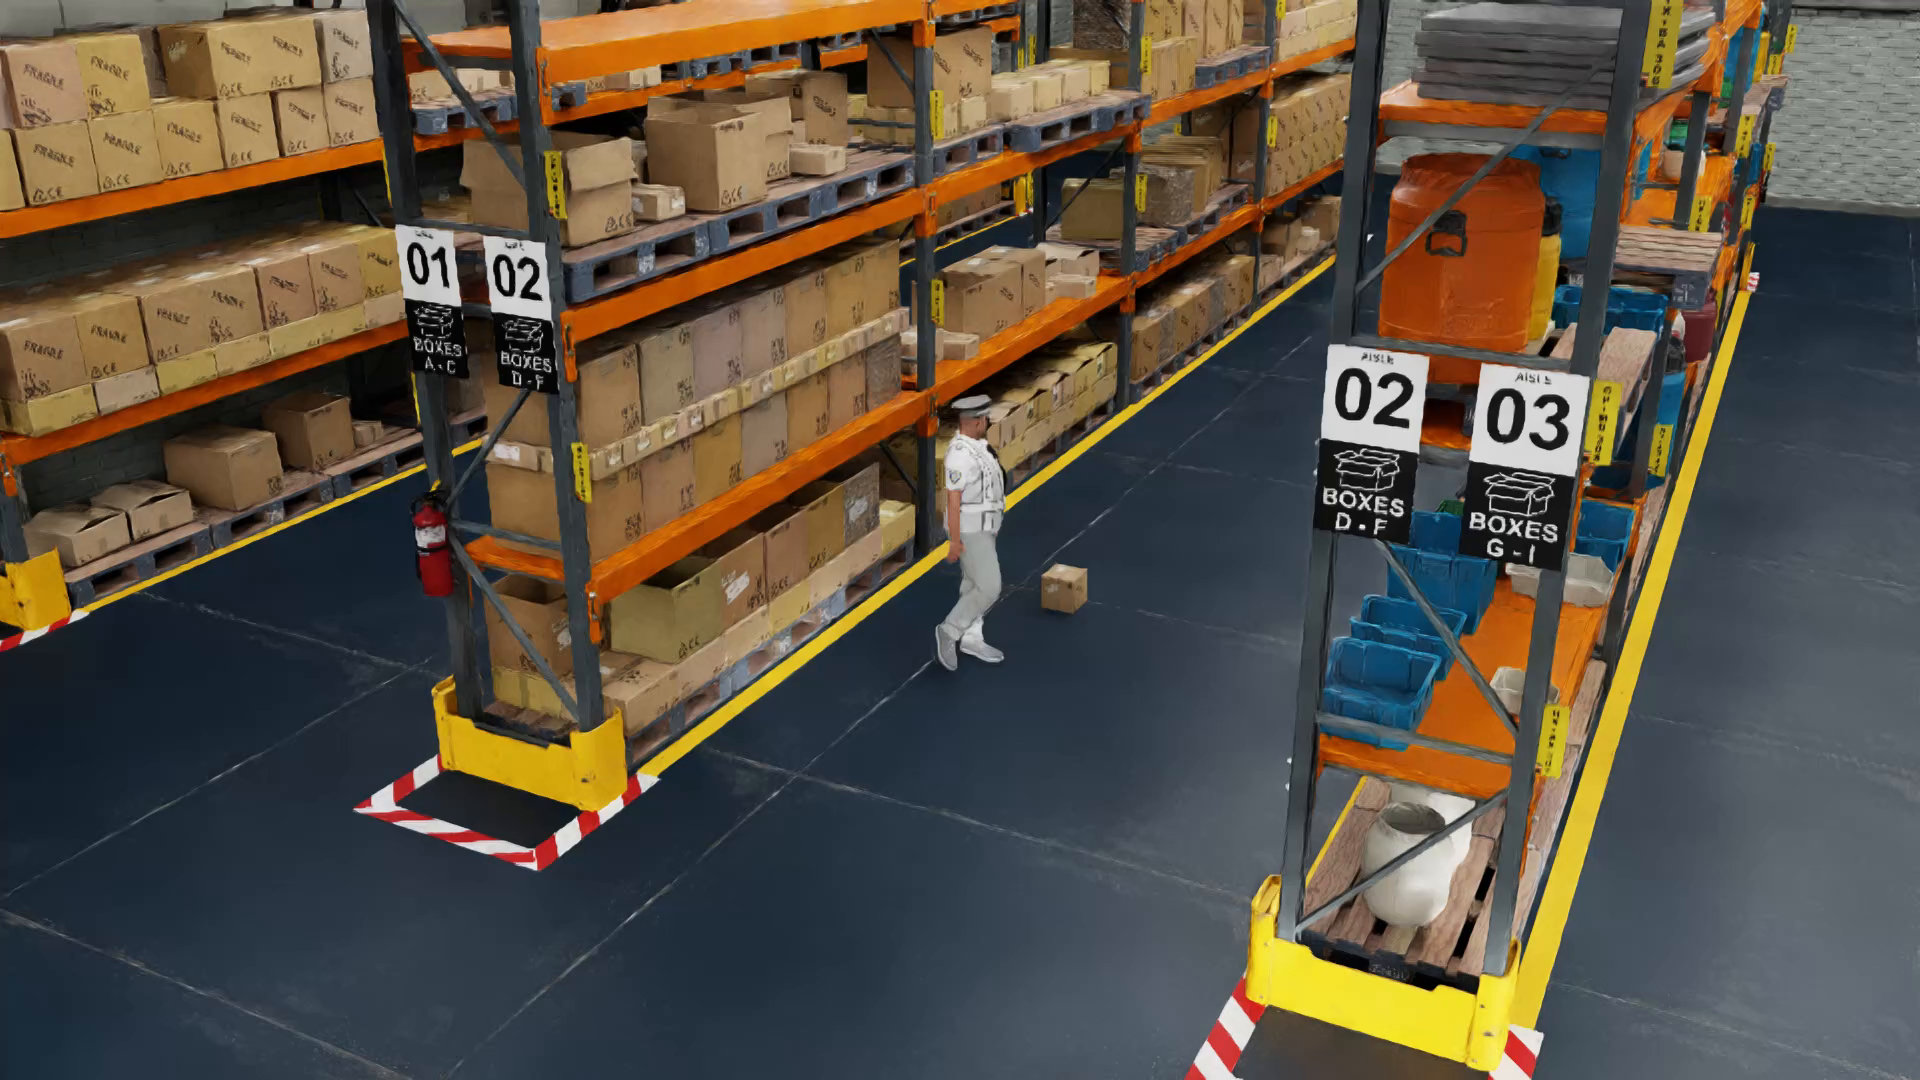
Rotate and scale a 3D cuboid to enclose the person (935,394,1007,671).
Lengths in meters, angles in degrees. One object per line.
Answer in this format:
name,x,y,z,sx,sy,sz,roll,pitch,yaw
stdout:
person,0.093,-0.047,10.842,0.450,1.749,0.706,6,23,13
